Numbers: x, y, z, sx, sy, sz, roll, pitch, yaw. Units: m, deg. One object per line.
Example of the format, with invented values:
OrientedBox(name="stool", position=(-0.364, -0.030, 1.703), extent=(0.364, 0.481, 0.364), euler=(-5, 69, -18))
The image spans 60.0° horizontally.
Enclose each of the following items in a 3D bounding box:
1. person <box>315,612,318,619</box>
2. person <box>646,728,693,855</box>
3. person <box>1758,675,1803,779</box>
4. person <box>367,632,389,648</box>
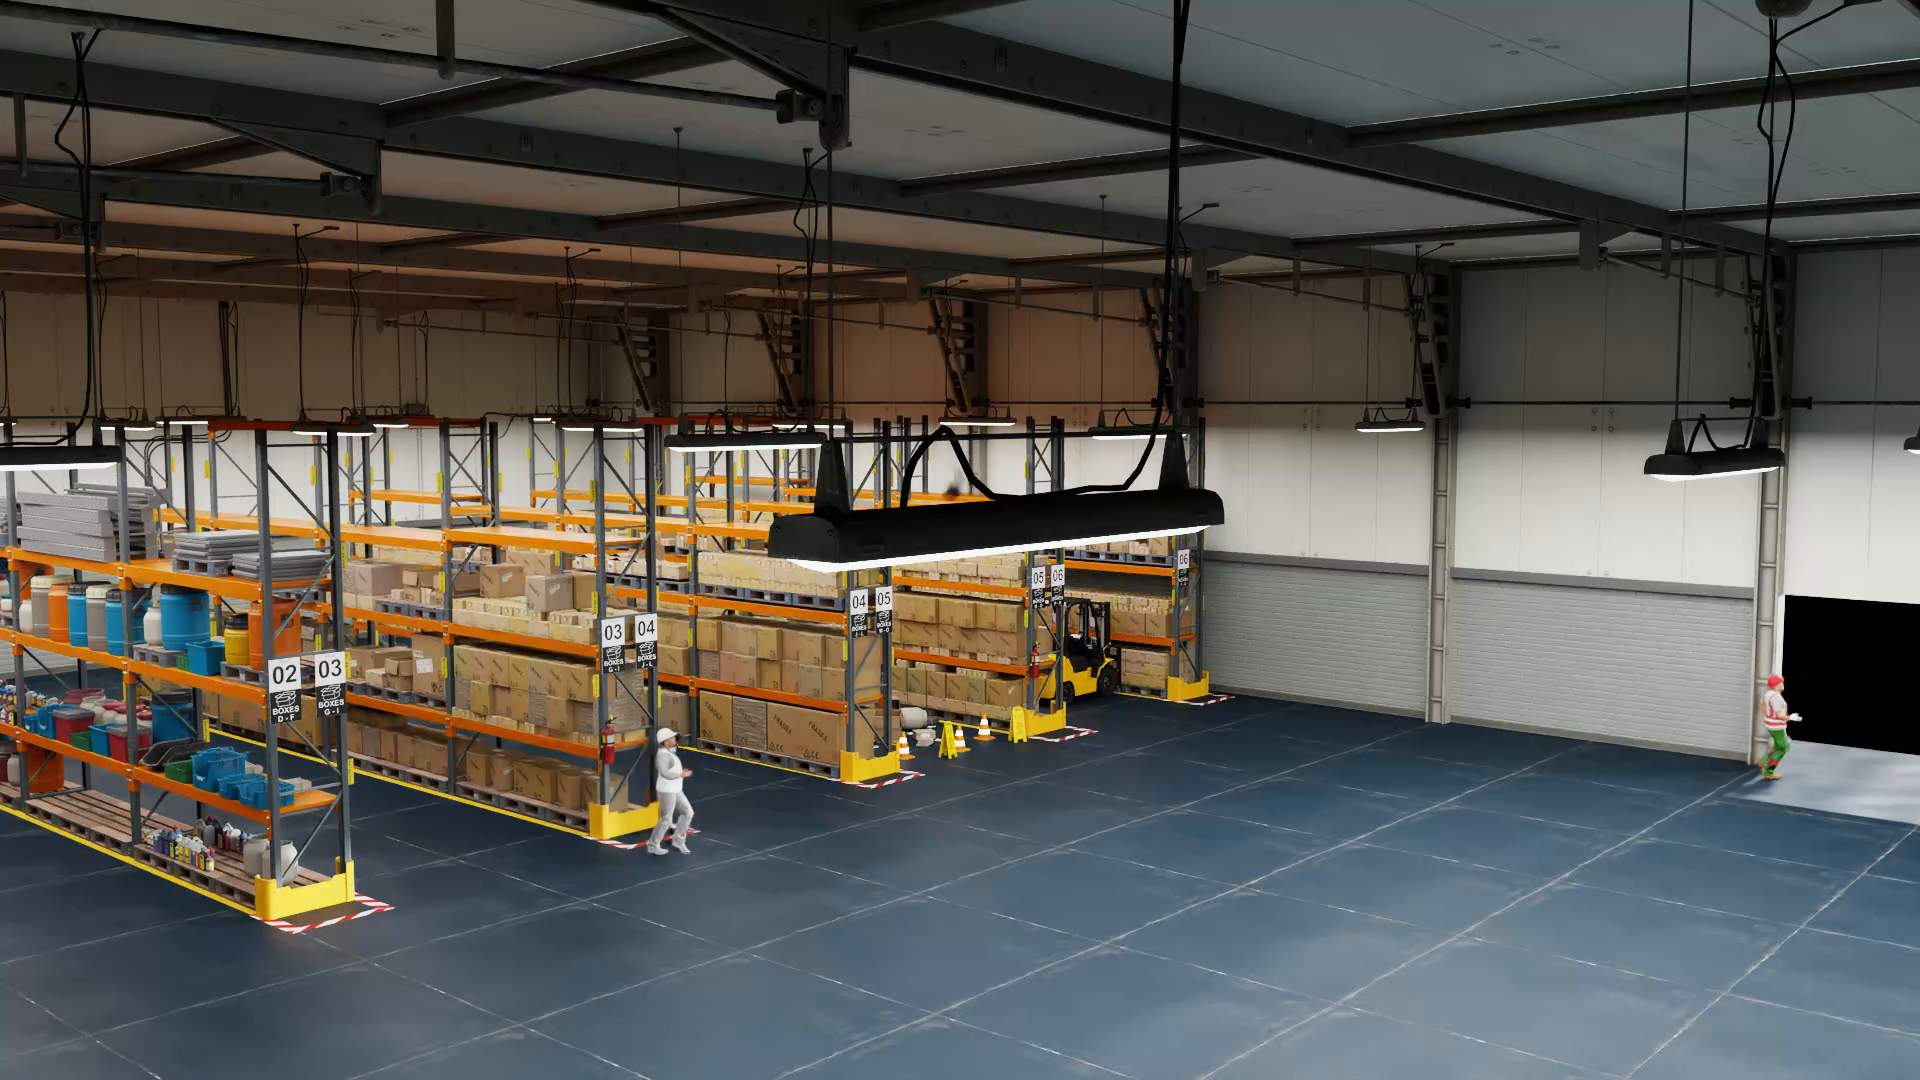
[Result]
OrientedBox(name="person", position=(-14.784, 2.376, 38.190), extent=(0.536, 1.534, 0.591), euler=(0, 5, 2))
OrientedBox(name="person", position=(-4.043, 3.523, 23.206), extent=(0.649, 1.814, 0.661), euler=(0, 5, 0))
OrientedBox(name="person", position=(13.750, 3.136, 27.891), extent=(0.588, 1.741, 0.664), euler=(1, 5, 12))
OrientedBox(name="person", position=(-14.064, 2.121, 40.115), extent=(0.891, 1.811, 0.690), euler=(-4, 6, -43))
